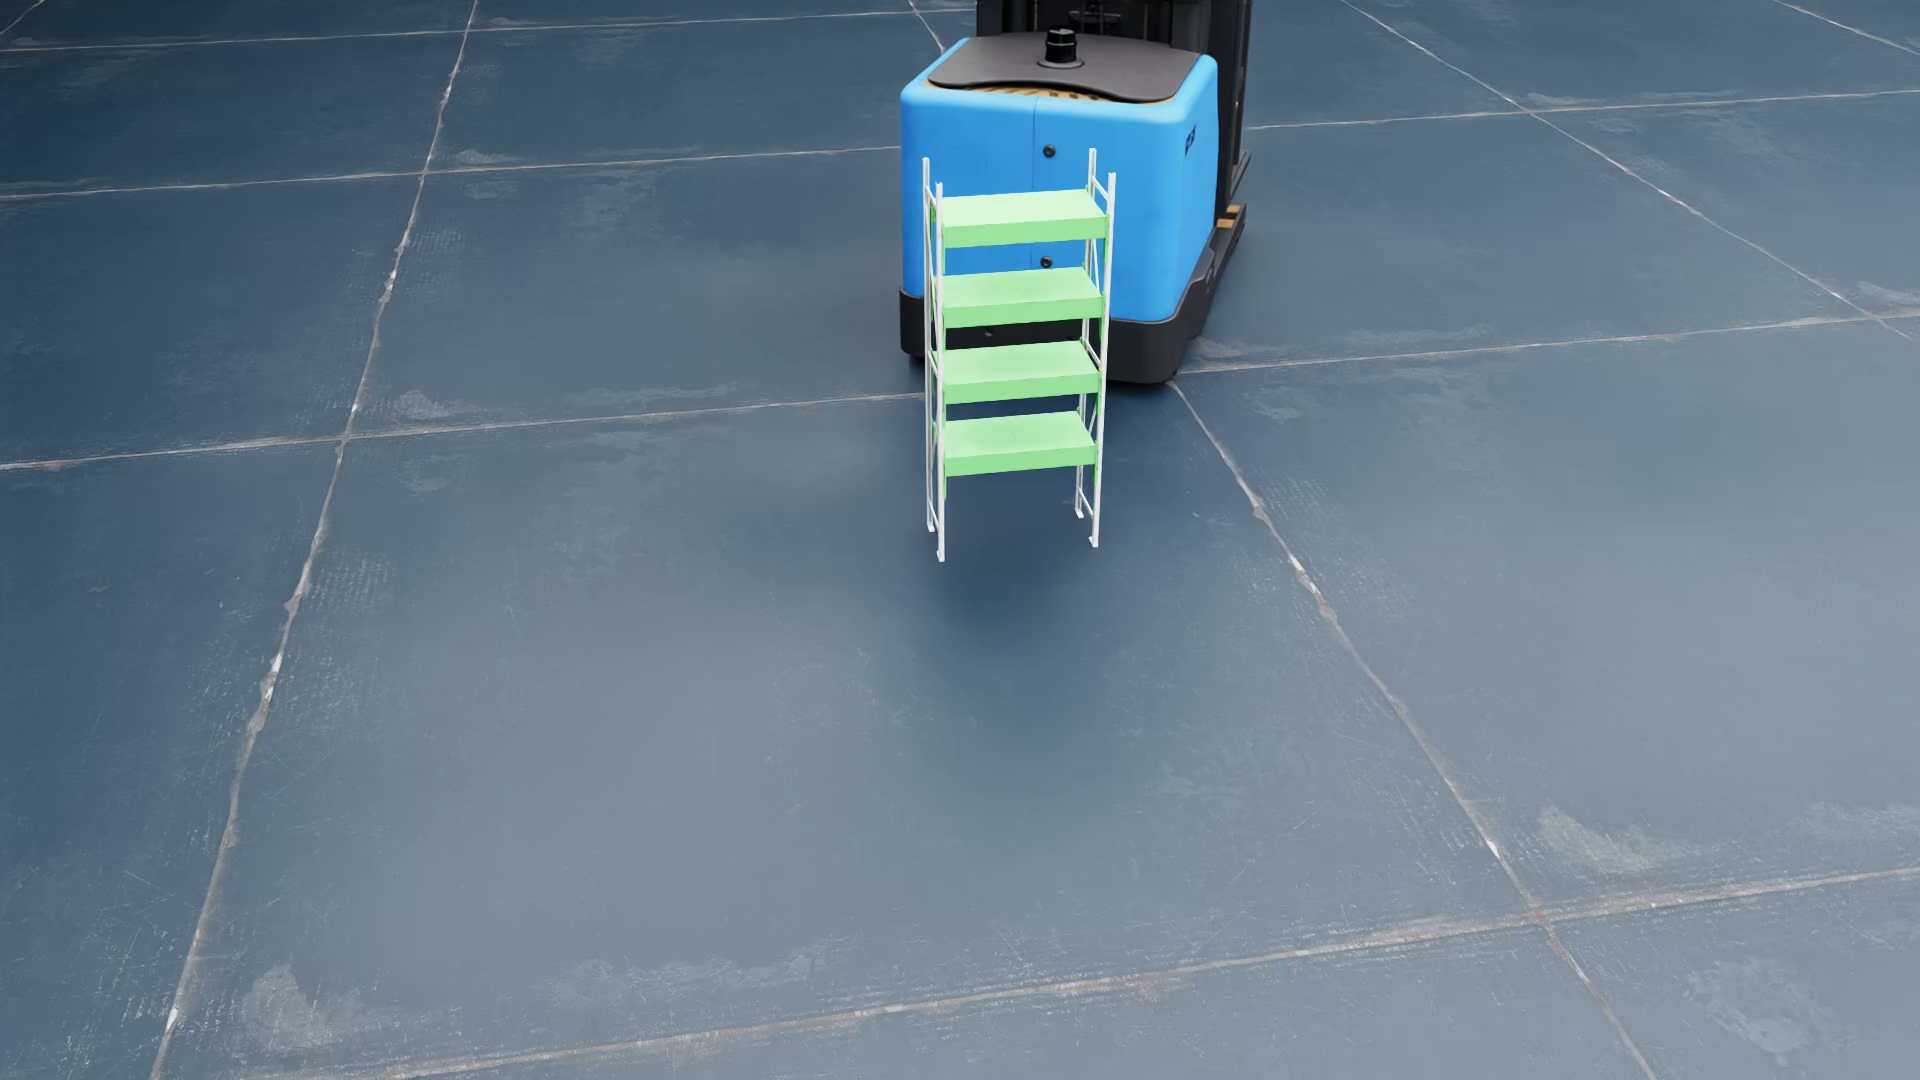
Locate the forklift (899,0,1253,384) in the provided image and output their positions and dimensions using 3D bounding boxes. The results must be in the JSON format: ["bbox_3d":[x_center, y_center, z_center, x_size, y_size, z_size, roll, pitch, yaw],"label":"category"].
[{"bbox_3d":[0.672,-2.570,6.729,1.130,2.935,3.031,8,31,14],"label":"forklift"}]

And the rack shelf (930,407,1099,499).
[{"bbox_3d":[0.163,-0.270,5.126,0.480,0.148,0.258,-5,31,-9],"label":"rack shelf"}]

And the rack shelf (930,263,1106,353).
[{"bbox_3d":[0.163,-0.684,4.882,0.480,0.148,0.258,-5,31,-9],"label":"rack shelf"}]

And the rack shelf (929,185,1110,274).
[{"bbox_3d":[0.163,-0.891,4.761,0.480,0.148,0.258,-5,31,-9],"label":"rack shelf"}]

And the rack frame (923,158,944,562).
[{"bbox_3d":[-0.077,-0.510,4.934,0.015,1.200,0.240,-5,31,-9],"label":"rack frame"}]

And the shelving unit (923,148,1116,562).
[{"bbox_3d":[0.163,-0.532,4.972,0.503,1.200,0.258,-5,31,-9],"label":"shelving unit"}]

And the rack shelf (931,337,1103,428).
[{"bbox_3d":[0.163,-0.477,5.004,0.480,0.148,0.258,-5,31,-9],"label":"rack shelf"}]

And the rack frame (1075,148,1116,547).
[{"bbox_3d":[0.403,-0.555,5.009,0.015,1.200,0.240,-5,31,-9],"label":"rack frame"}]
